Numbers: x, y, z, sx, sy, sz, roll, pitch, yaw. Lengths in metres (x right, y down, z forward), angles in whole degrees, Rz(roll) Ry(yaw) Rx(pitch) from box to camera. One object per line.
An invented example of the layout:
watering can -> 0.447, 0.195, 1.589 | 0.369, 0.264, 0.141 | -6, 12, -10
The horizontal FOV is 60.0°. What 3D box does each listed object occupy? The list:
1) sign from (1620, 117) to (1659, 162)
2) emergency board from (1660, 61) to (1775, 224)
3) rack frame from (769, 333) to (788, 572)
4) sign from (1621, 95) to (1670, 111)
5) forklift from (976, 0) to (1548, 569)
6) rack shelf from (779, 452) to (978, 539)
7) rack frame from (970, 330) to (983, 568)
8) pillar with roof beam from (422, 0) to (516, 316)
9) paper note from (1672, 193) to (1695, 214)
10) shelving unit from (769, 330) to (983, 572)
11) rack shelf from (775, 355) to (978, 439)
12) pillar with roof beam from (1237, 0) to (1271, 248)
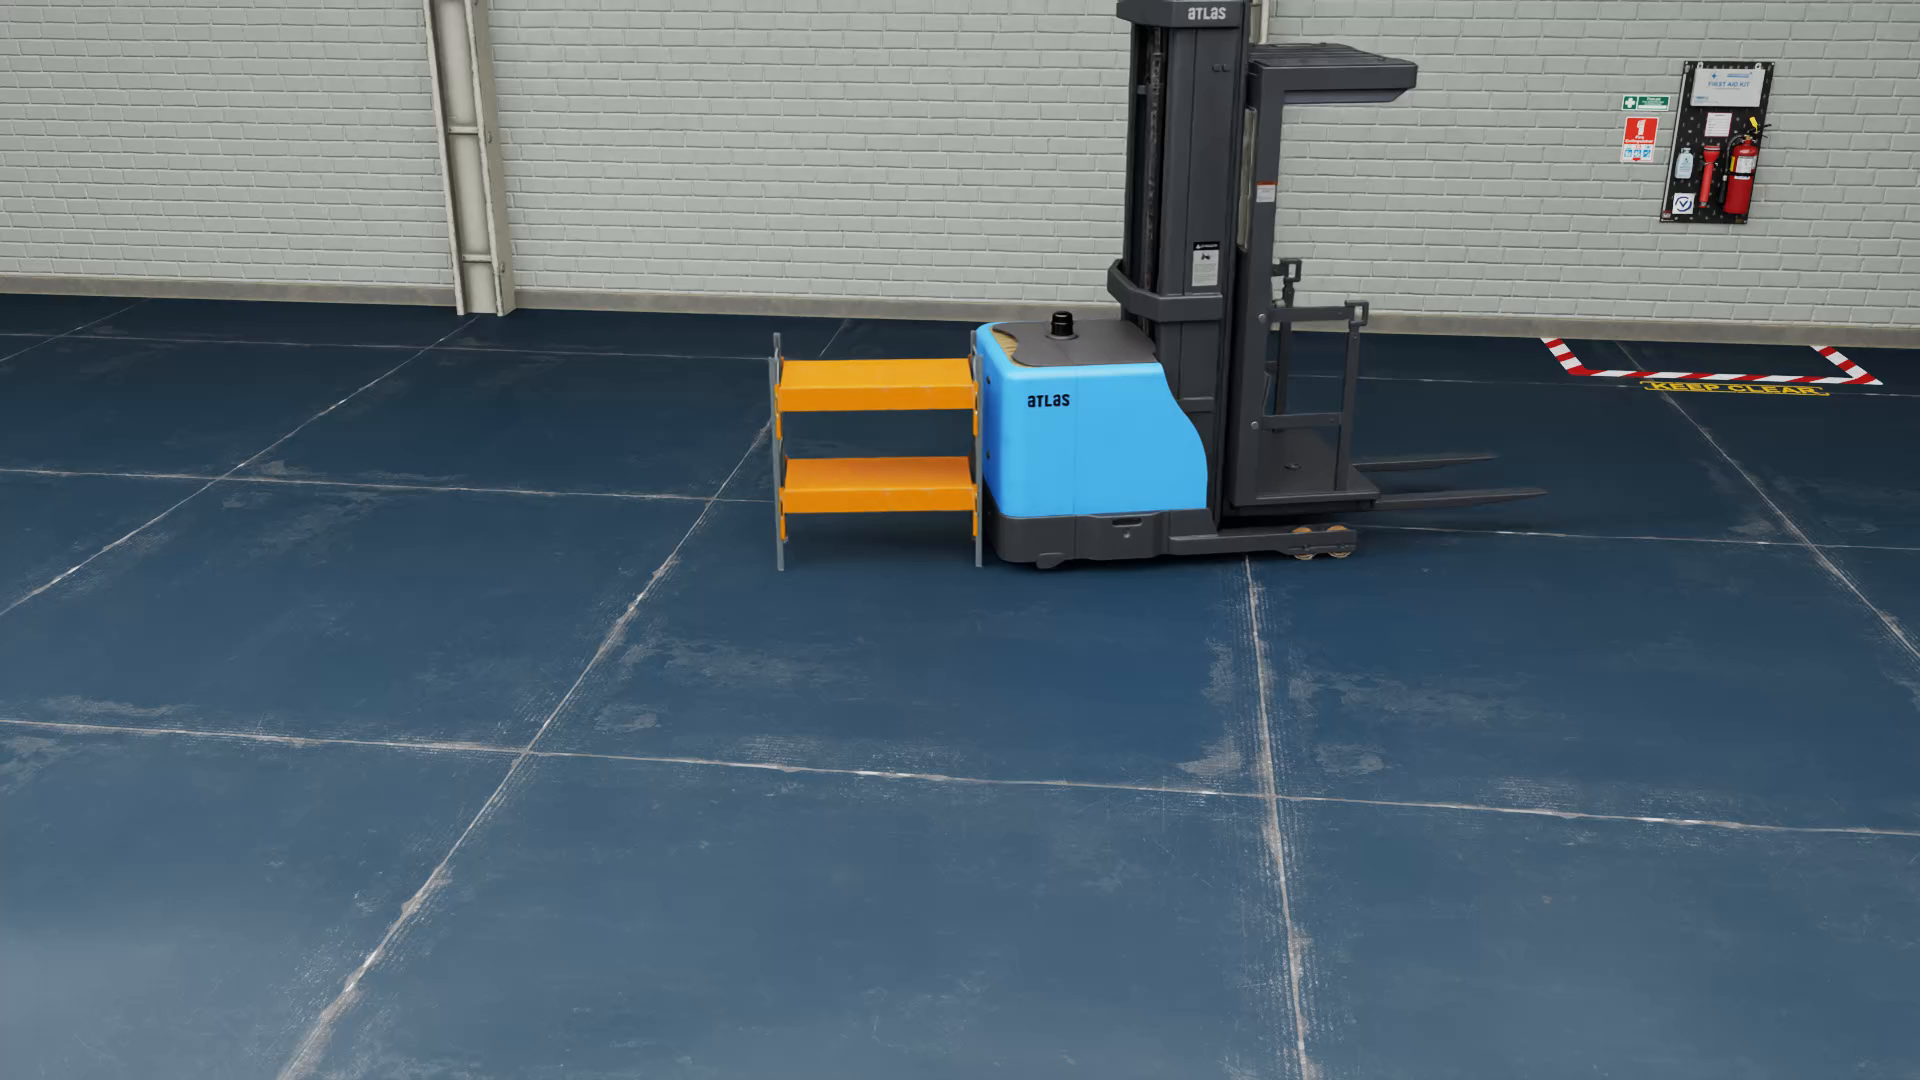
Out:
sign -> 5.030, -2.965, 12.312 | 0.234, 0.329, 0.001 | 2, 22, 6
emergency board -> 5.567, -2.887, 12.162 | 0.643, 1.169, 0.194 | 2, 22, 6
rack frame -> -0.931, -0.453, 8.556 | 0.032, 1.125, 0.500 | -1, 22, -3
sign -> 5.034, -3.208, 12.205 | 0.331, 0.109, 0.001 | 2, 22, 6
forklift -> 1.631, -1.448, 8.616 | 3.031, 2.935, 1.130 | -3, 22, -8
rack shelf -> -0.424, -0.235, 8.670 | 1.000, 0.278, 0.538 | -1, 22, -3
rack frame -> 0.084, -0.472, 8.605 | 0.032, 1.125, 0.500 | -1, 22, -3
pillar with roof beam -> -4.406, -4.503, 8.091 | 0.400, 9.000, 9.100 | 2, 22, 6
paper note -> 5.400, -2.510, 12.407 | 0.142, 0.148, 0.016 | 2, 22, 6
shelving unit -> -0.424, -0.463, 8.581 | 1.048, 1.125, 0.538 | -1, 22, -3
rack shelf -> -0.424, -0.735, 8.473 | 1.000, 0.278, 0.538 | -1, 22, -3
pillar with roof beam -> 1.552, -4.244, 7.435 | 0.400, 9.000, 9.100 | 2, 22, 6
